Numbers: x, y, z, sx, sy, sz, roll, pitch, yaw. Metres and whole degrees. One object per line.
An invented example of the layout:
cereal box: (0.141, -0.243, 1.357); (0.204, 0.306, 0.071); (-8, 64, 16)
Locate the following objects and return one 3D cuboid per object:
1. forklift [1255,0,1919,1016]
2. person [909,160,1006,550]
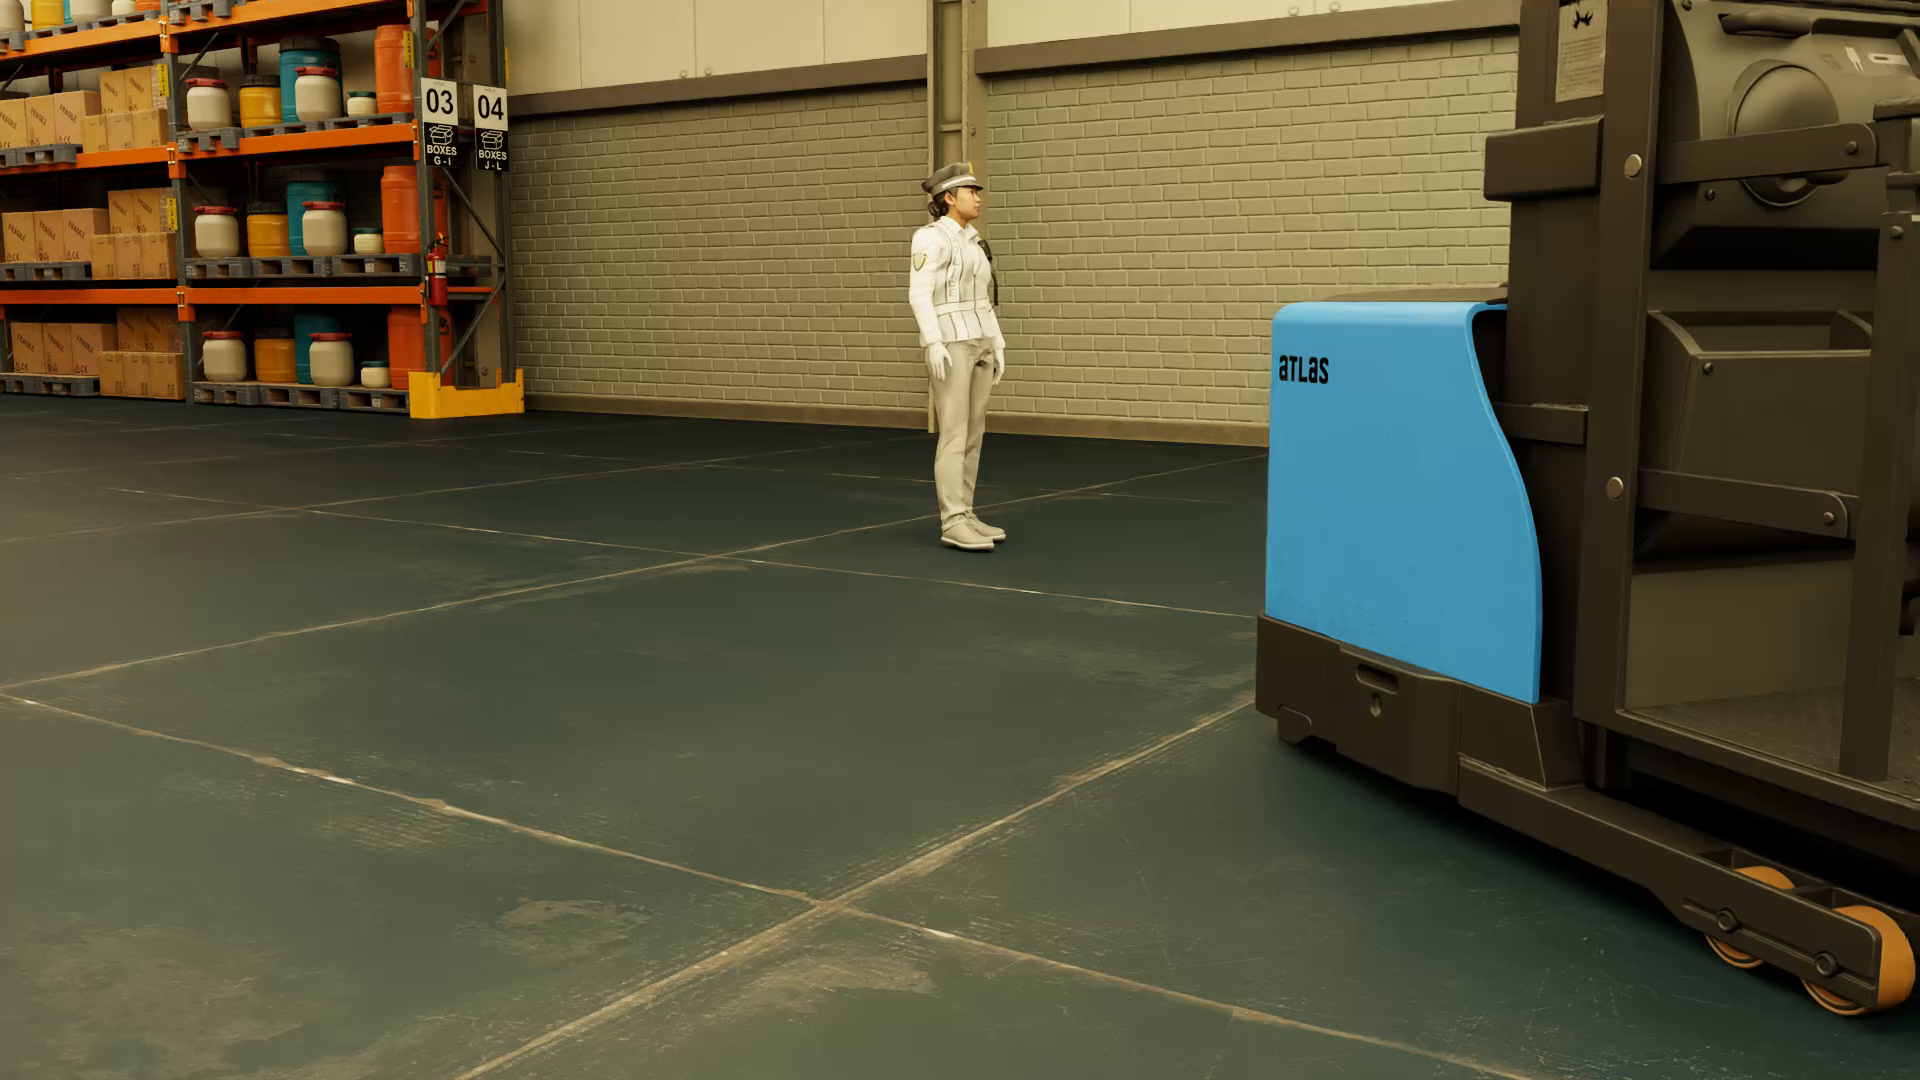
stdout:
forklift: (1.732, -0.794, 2.778); (1.130, 2.935, 3.031); (-3, 9, -21)
person: (0.053, -0.840, 7.440); (0.531, 1.695, 0.588); (5, 10, 34)
